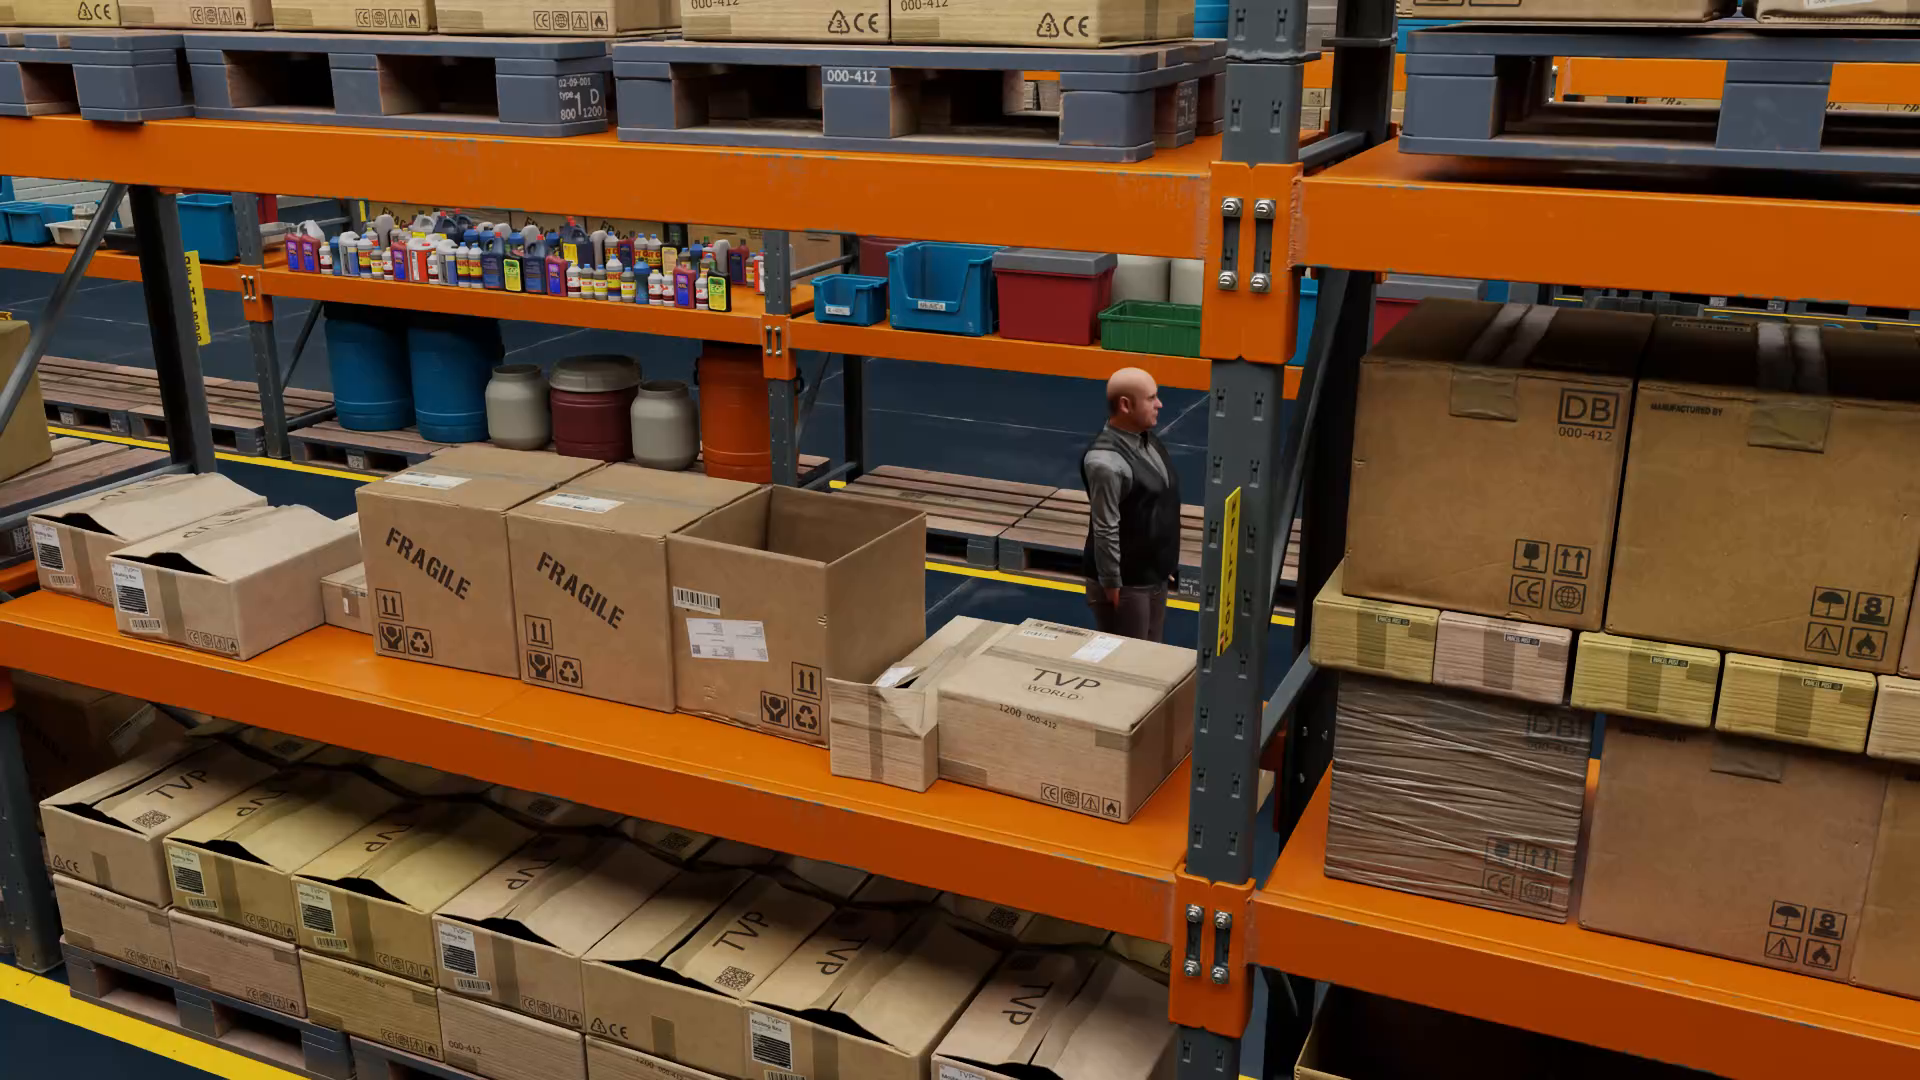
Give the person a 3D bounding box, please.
[{"bbox_3d":[0.687,0.159,6.666,0.359,1.727,0.532,9,21,24],"label":"person"}]
